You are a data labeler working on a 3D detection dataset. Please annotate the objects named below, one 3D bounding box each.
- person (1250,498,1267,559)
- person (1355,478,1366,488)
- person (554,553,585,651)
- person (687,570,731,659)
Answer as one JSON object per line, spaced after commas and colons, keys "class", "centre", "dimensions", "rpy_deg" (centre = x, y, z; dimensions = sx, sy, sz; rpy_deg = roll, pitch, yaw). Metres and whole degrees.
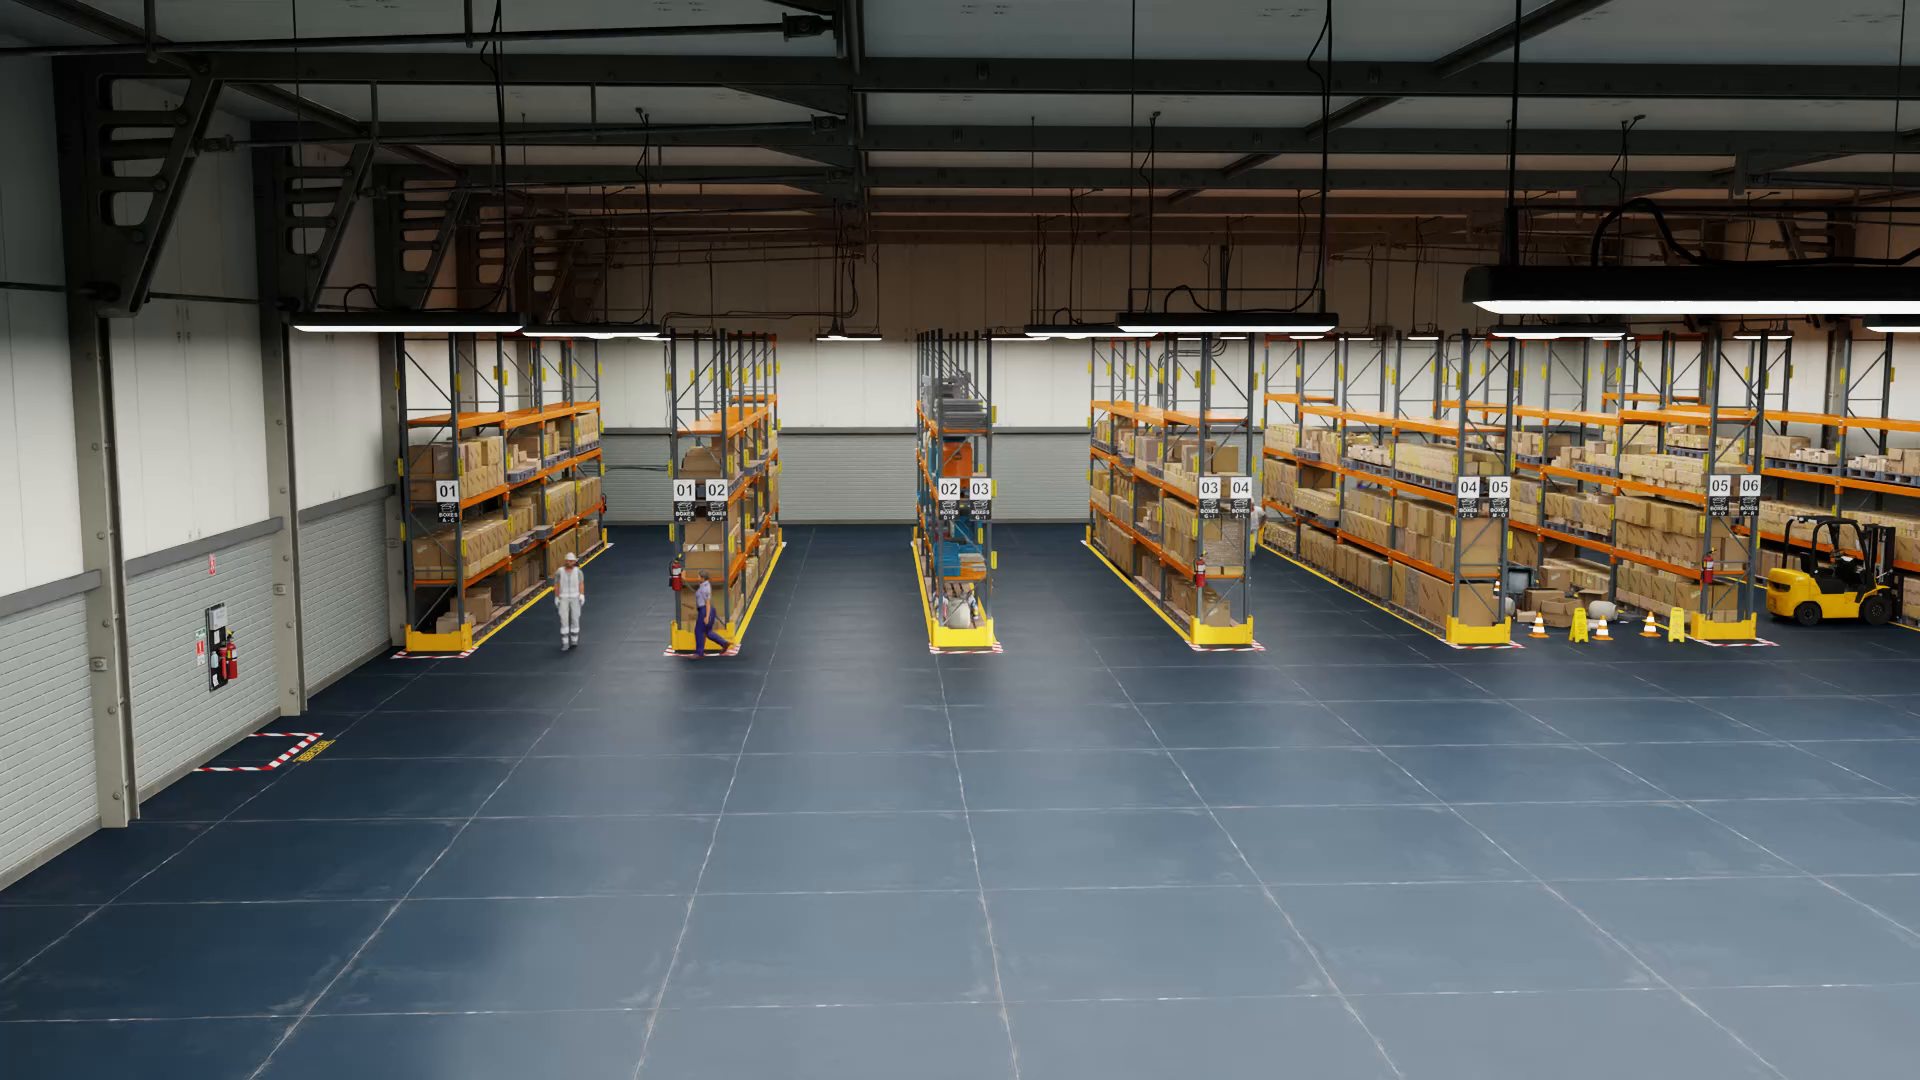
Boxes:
{"class": "person", "centre": [7.770, -0.311, 44.243], "dimensions": [0.750, 1.659, 0.718], "rpy_deg": [1, 7, 8]}
{"class": "person", "centre": [12.316, -1.122, 51.115], "dimensions": [0.881, 1.611, 0.436], "rpy_deg": [-4, 8, -30]}
{"class": "person", "centre": [-7.355, 1.158, 31.392], "dimensions": [0.550, 1.806, 0.666], "rpy_deg": [-2, 7, -20]}
{"class": "person", "centre": [-4.582, 1.354, 30.325], "dimensions": [0.782, 1.608, 0.564], "rpy_deg": [0, 7, -4]}
